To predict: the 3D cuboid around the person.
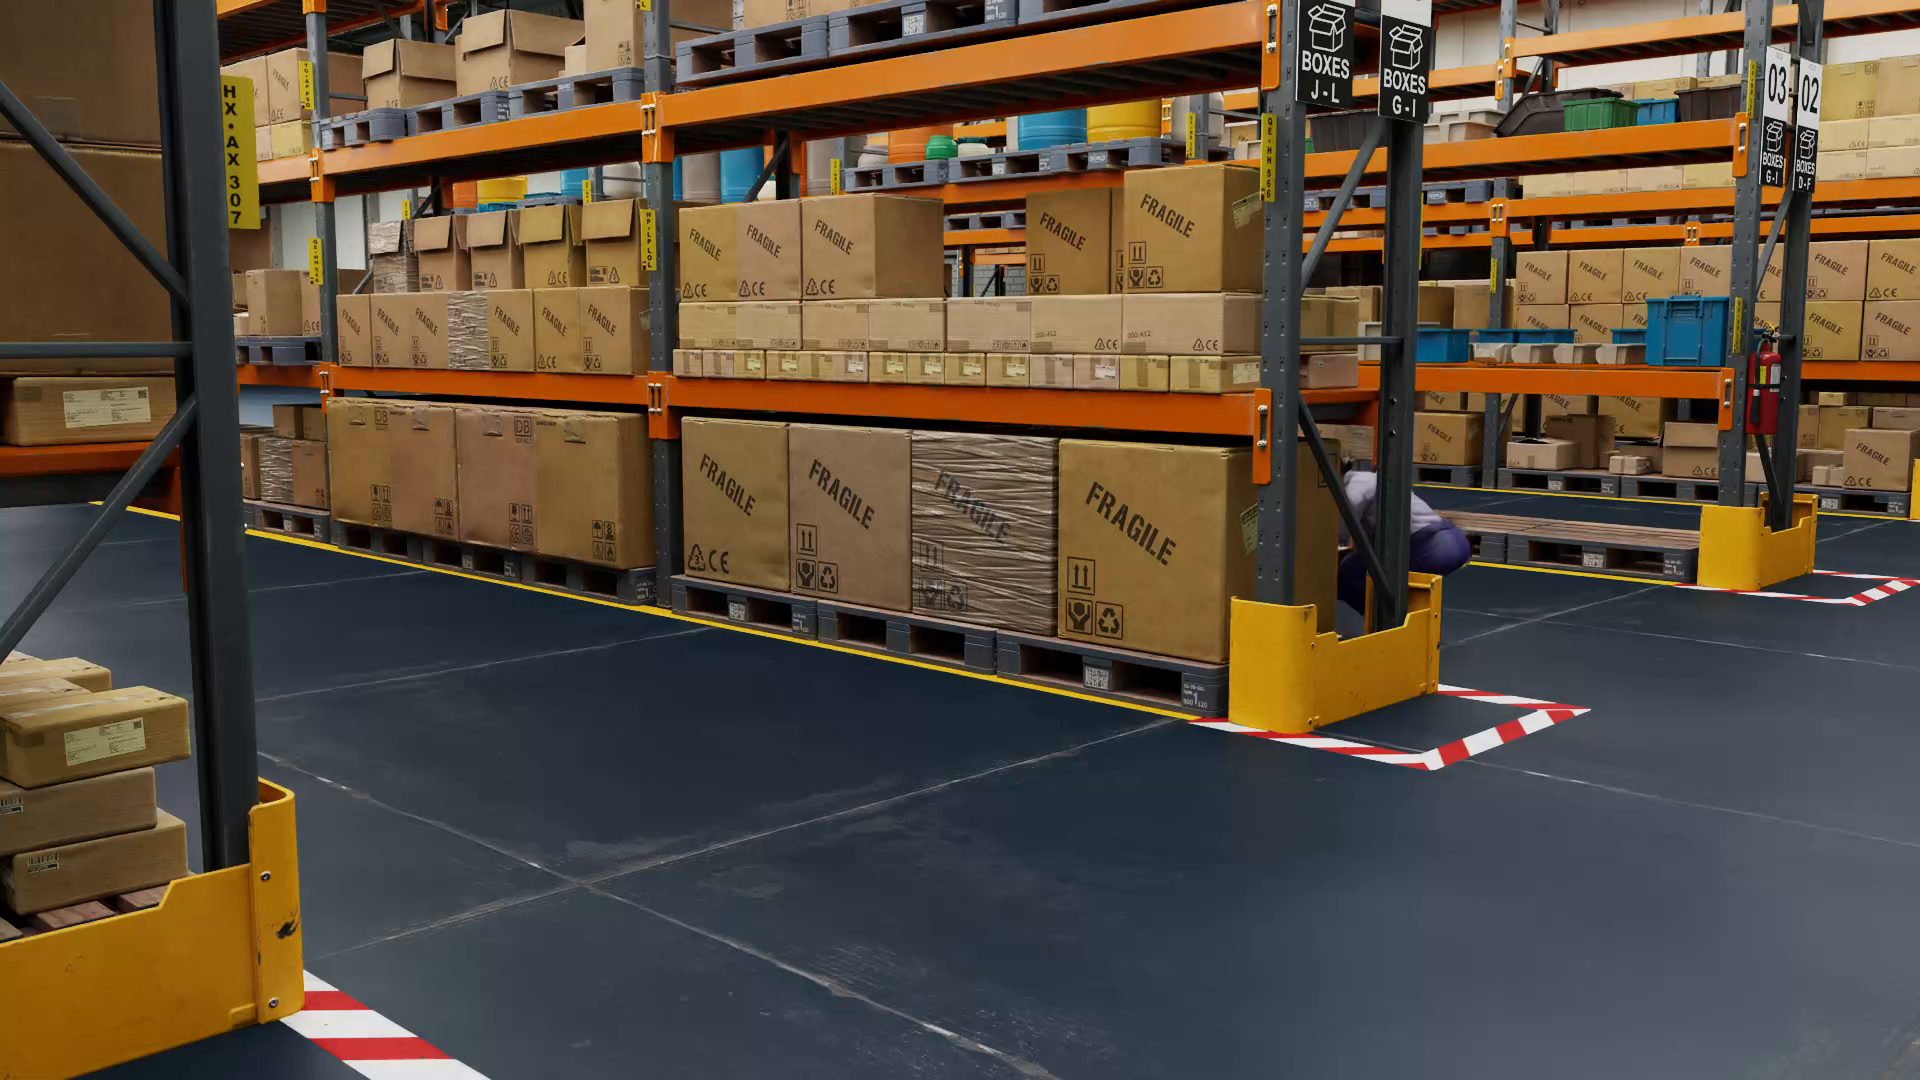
[{"bbox_3d":[2.097,0.047,8.271,0.811,0.954,0.518,5,9,35],"label":"person"}]
